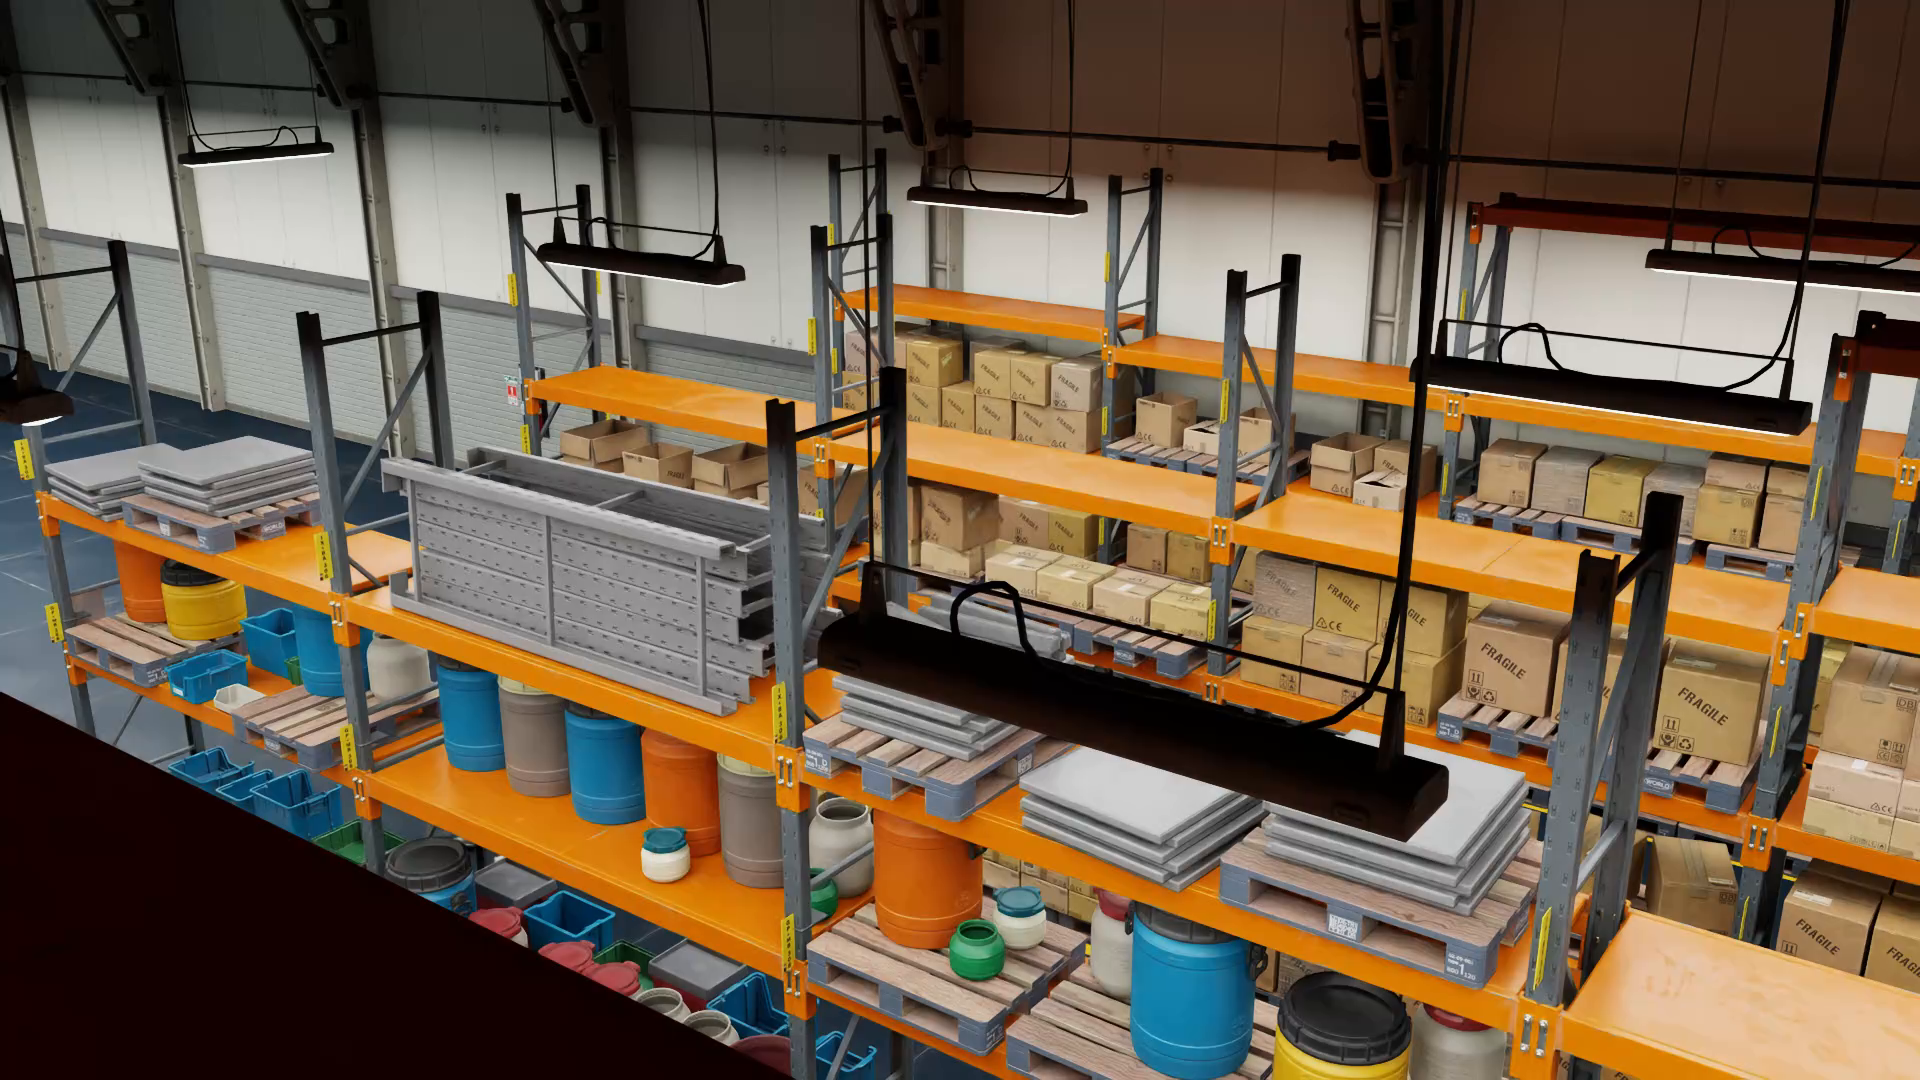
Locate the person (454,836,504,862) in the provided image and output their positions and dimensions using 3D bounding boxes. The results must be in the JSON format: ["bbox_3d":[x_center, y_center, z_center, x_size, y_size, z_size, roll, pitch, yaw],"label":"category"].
[{"bbox_3d":[-4.569,2.248,15.752,0.889,1.633,0.514,10,21,27],"label":"person"}]
